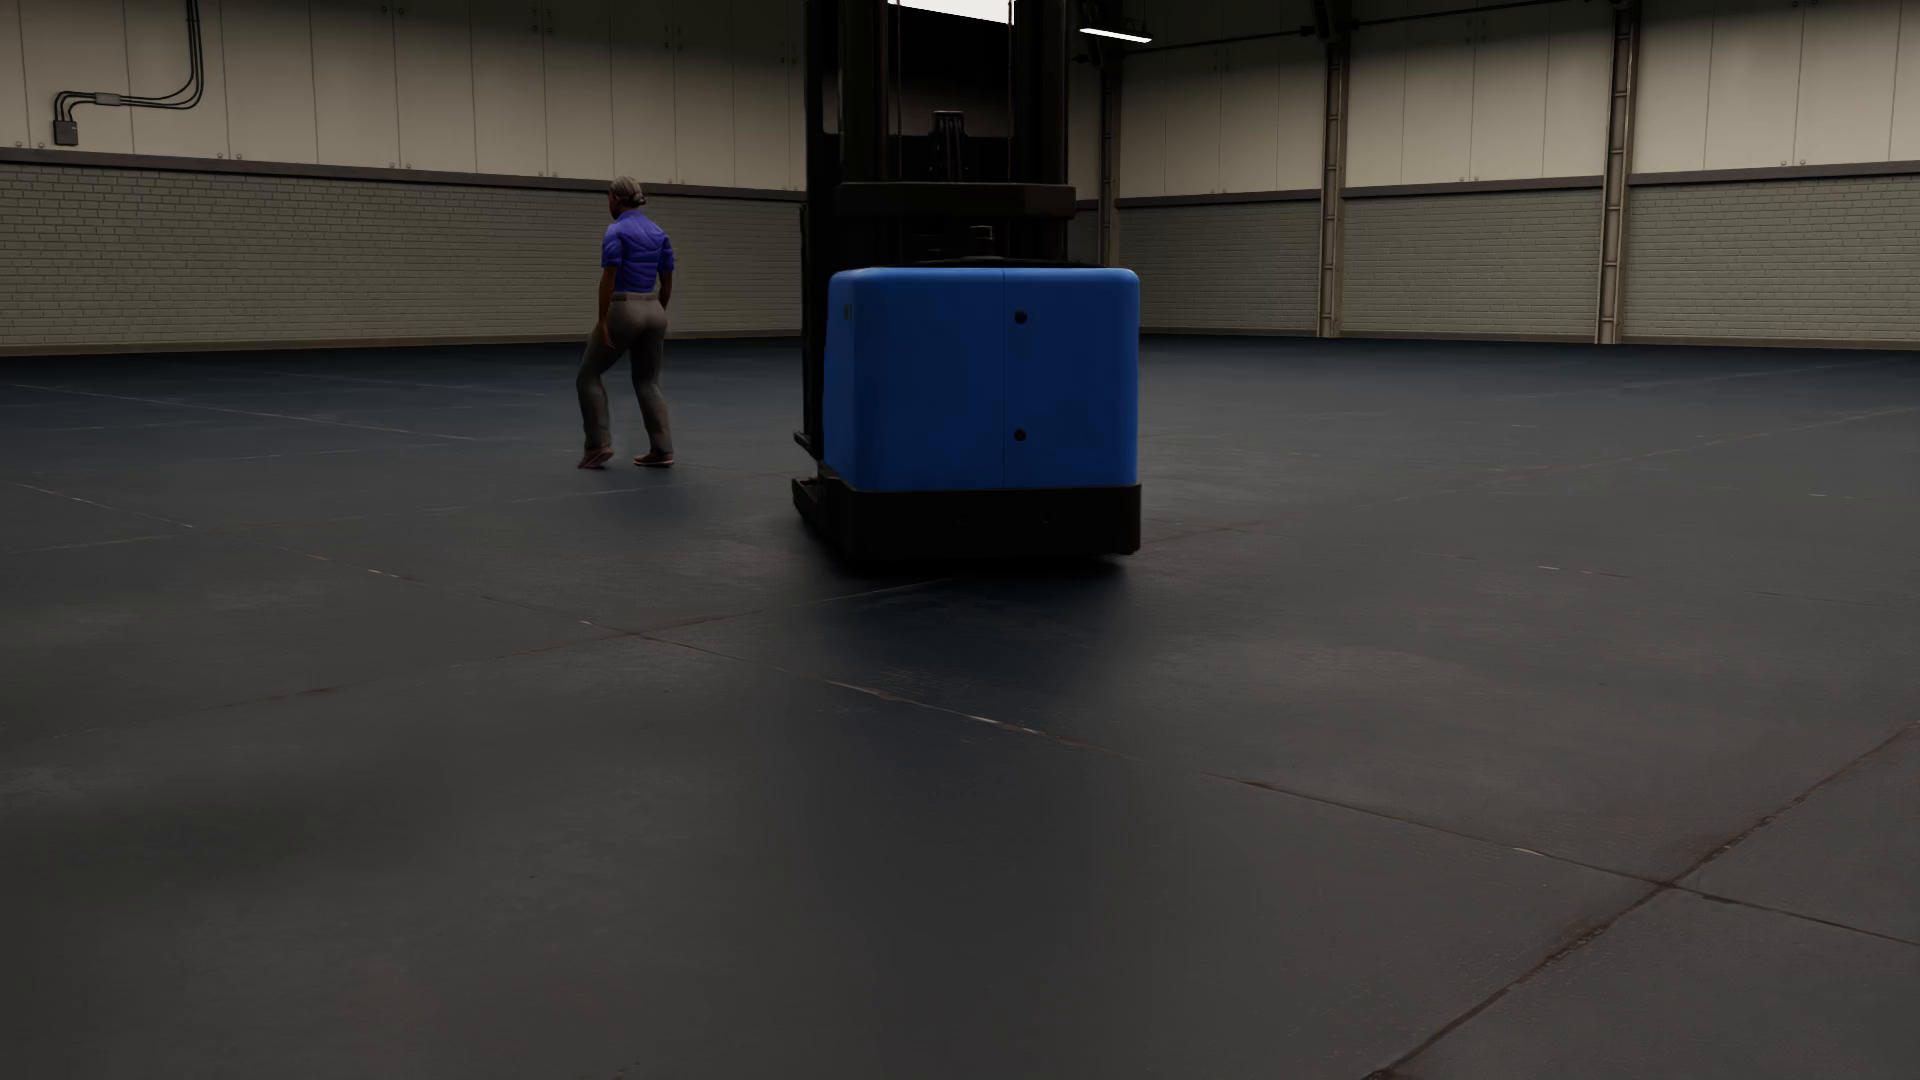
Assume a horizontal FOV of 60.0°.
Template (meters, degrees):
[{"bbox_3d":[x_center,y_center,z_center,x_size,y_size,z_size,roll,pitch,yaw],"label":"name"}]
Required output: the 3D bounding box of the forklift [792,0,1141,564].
[{"bbox_3d":[-0.142,-1.540,7.103,1.130,2.935,3.031,-2,9,-11],"label":"forklift"}]

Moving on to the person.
[{"bbox_3d":[-1.880,-1.200,9.431,0.484,1.705,0.552,6,11,36],"label":"person"}]
